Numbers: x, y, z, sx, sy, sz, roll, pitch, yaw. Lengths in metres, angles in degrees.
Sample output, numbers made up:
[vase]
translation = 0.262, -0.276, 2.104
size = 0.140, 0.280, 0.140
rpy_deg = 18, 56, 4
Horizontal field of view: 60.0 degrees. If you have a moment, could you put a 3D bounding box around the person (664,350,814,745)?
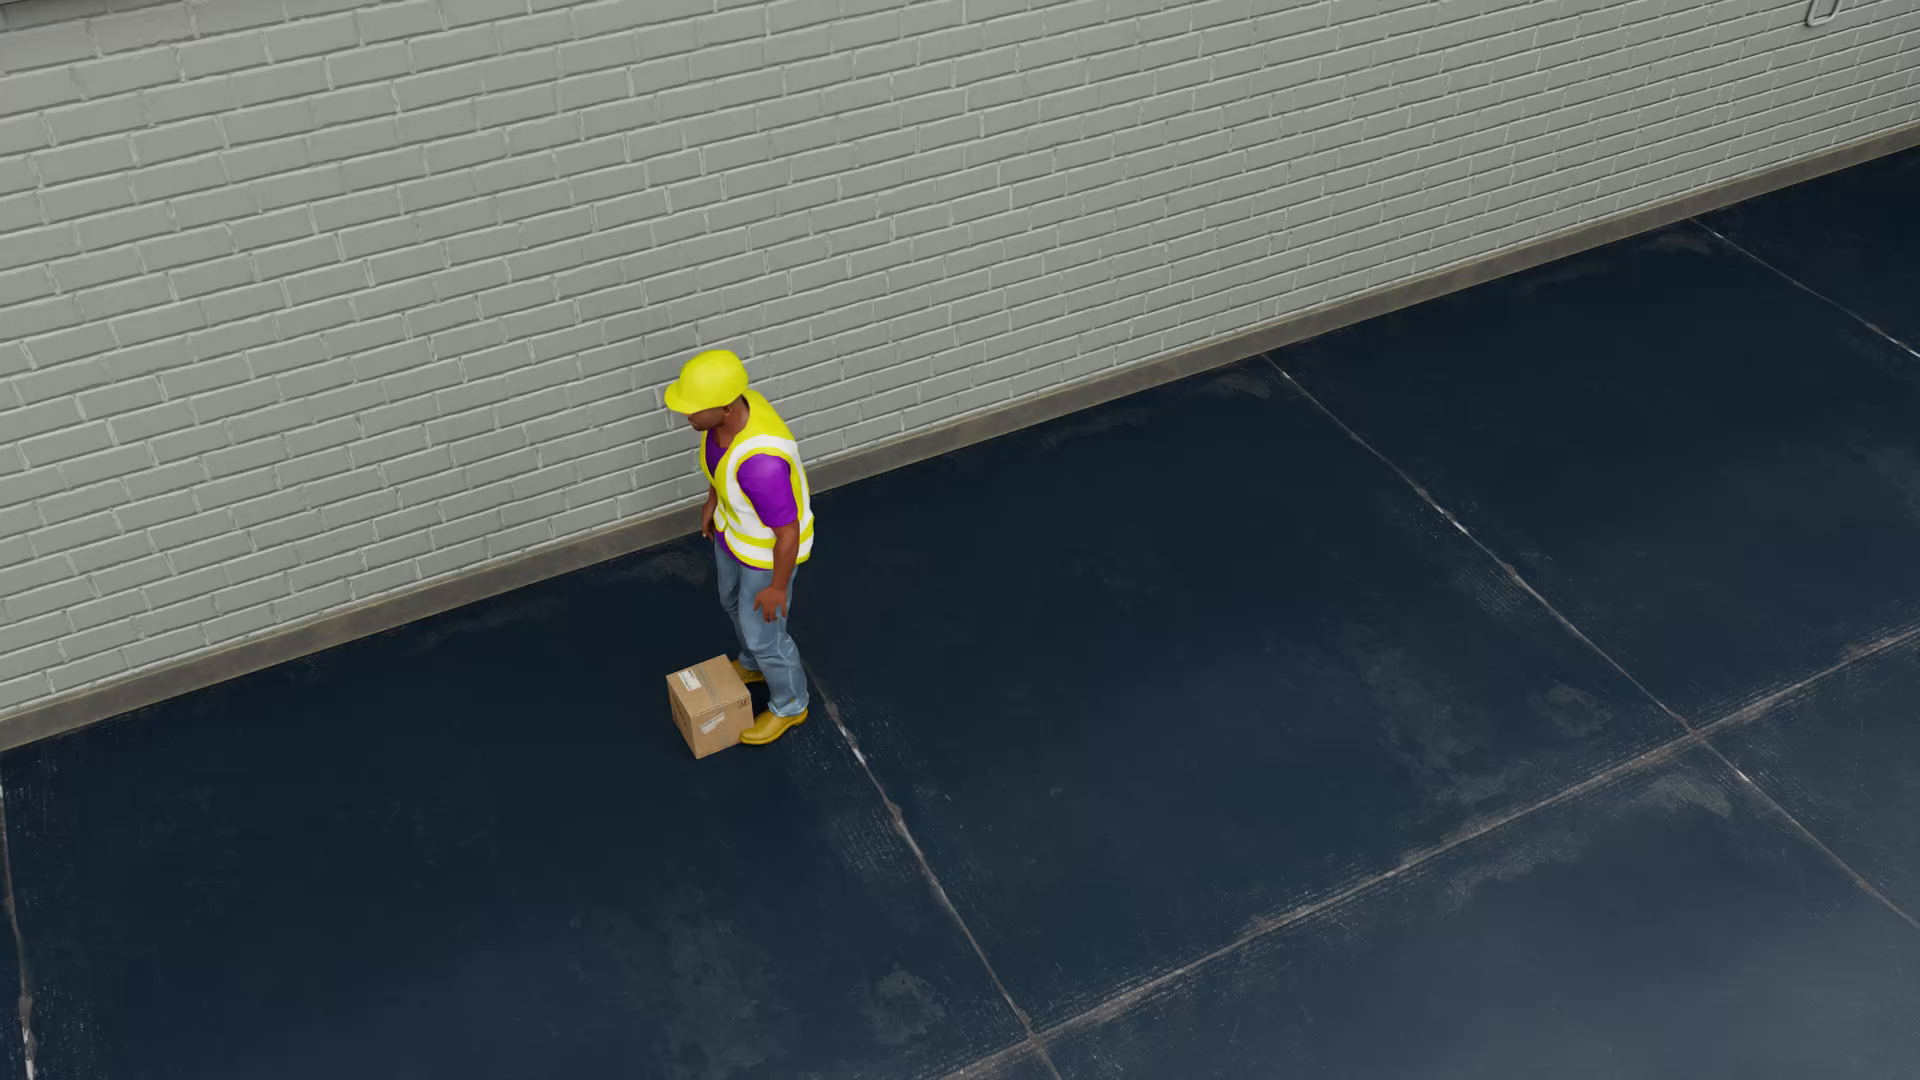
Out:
[person]
translation = -0.787, 0.013, 6.129
size = 0.463, 1.760, 0.635
rpy_deg = -20, 45, -21
